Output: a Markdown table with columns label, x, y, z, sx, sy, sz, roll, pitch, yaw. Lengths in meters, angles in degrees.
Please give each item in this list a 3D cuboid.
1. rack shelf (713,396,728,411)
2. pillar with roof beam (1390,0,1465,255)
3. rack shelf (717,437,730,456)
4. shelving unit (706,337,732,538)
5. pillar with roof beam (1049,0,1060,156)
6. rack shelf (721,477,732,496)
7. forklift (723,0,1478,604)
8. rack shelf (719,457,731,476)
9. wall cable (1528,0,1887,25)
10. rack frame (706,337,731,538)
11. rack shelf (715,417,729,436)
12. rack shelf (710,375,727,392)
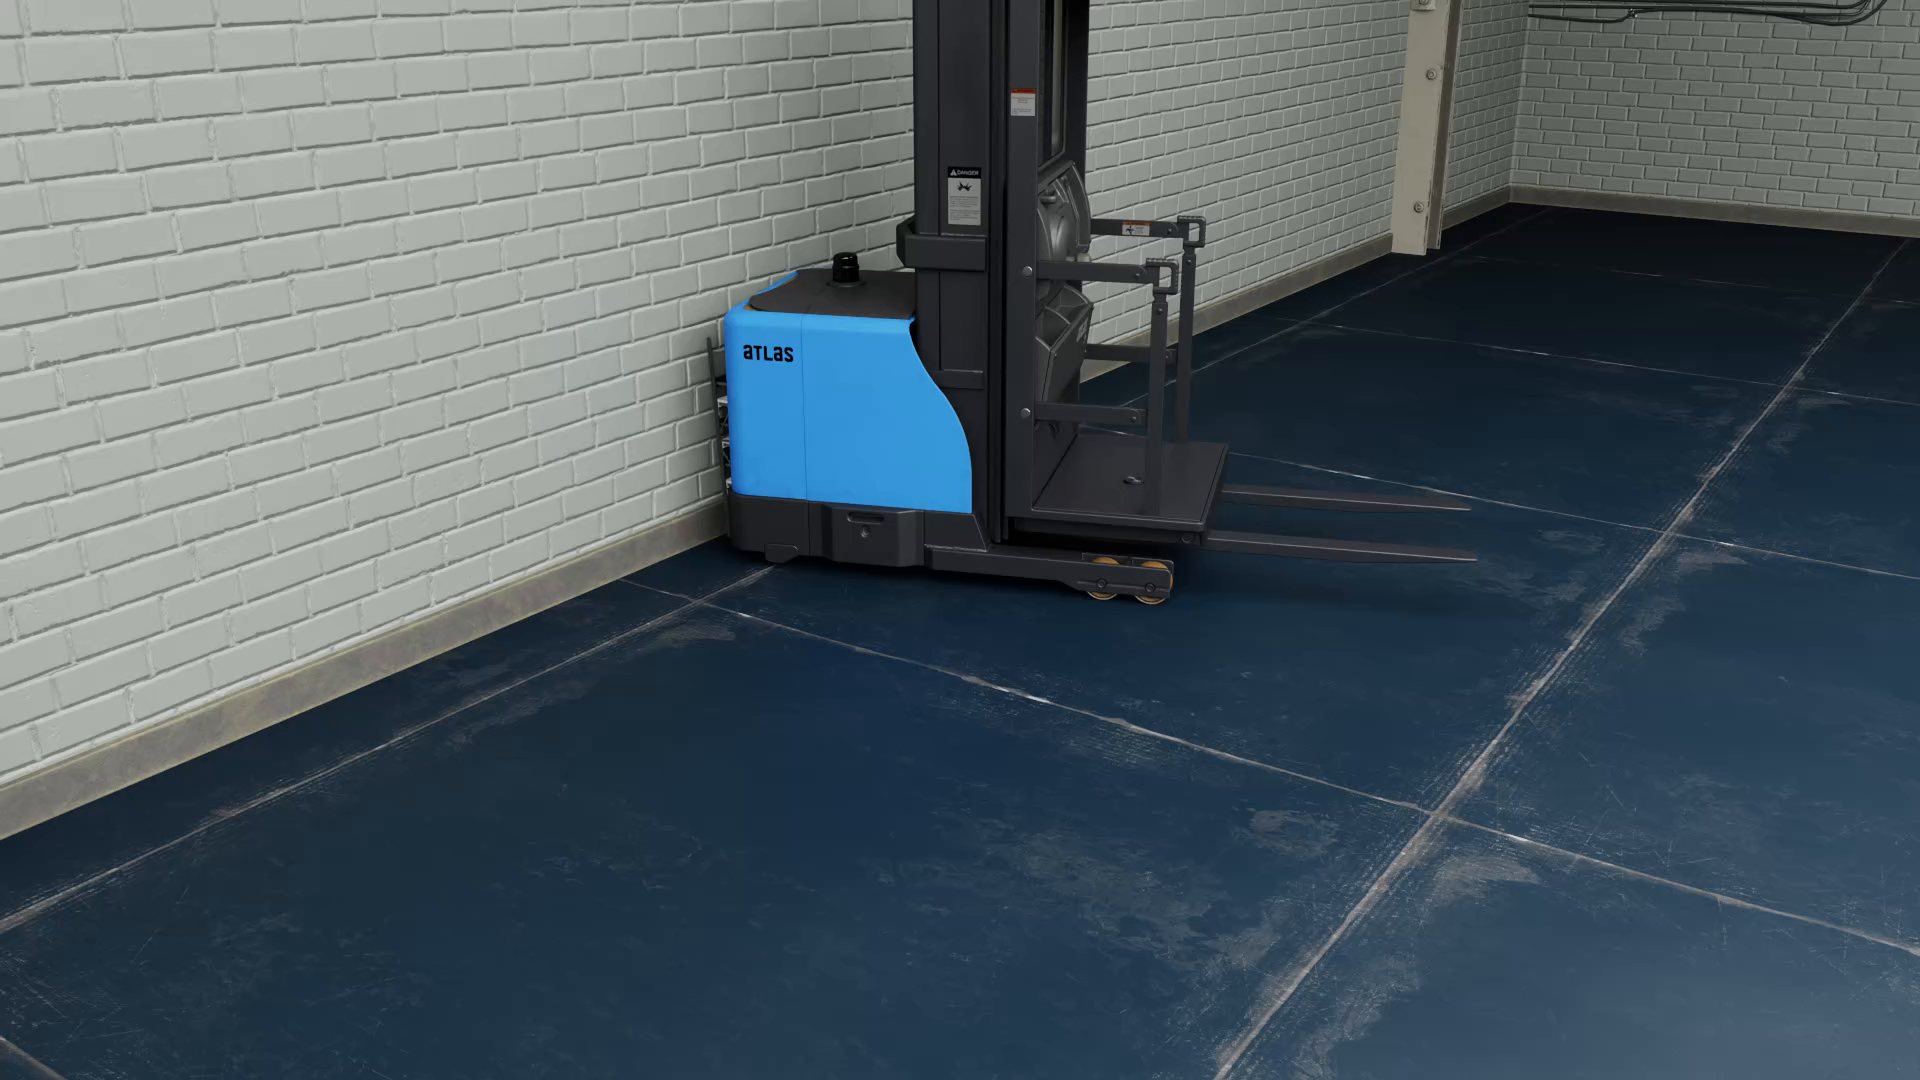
| label | x | y | z | sx | sy | sz | roll | pitch | yaw |
| --- | --- | --- | --- | --- | --- | --- | --- | --- | --- |
| rack shelf | -0.896 | -0.581 | 7.131 | 0.258 | 0.077 | 0.200 | 10 | 22 | 35 |
| pillar with roof beam | 7.314 | -5.781 | 9.923 | 9.100 | 9.000 | 0.400 | 13 | 24 | 32 |
| rack shelf | -0.886 | -0.410 | 7.186 | 0.258 | 0.077 | 0.200 | 10 | 22 | 35 |
| shelving unit | -0.888 | -0.442 | 7.176 | 0.258 | 0.900 | 0.210 | 10 | 22 | 35 |
| pillar with roof beam | 3.941 | -4.060 | 5.269 | 9.100 | 9.000 | 0.400 | 13 | 24 | 32 |
| rack shelf | -0.875 | -0.239 | 7.242 | 0.258 | 0.077 | 0.200 | 10 | 22 | 35 |
| forklift | 0.606 | -1.324 | 6.618 | 3.031 | 2.935 | 1.130 | 5 | 21 | 13 |
| rack shelf | -0.881 | -0.325 | 7.214 | 0.258 | 0.077 | 0.200 | 10 | 22 | 35 |
| wall cable | 6.503 | -5.752 | 14.319 | 3.097 | 2.526 | 0.112 | 13 | 24 | 32 |
| rack frame | -0.948 | -0.413 | 7.099 | 0.240 | 0.900 | 0.006 | 10 | 22 | 35 |
| rack shelf | -0.891 | -0.495 | 7.158 | 0.258 | 0.077 | 0.200 | 10 | 22 | 35 |
| rack shelf | -0.901 | -0.666 | 7.103 | 0.258 | 0.077 | 0.200 | 10 | 22 | 35 |
